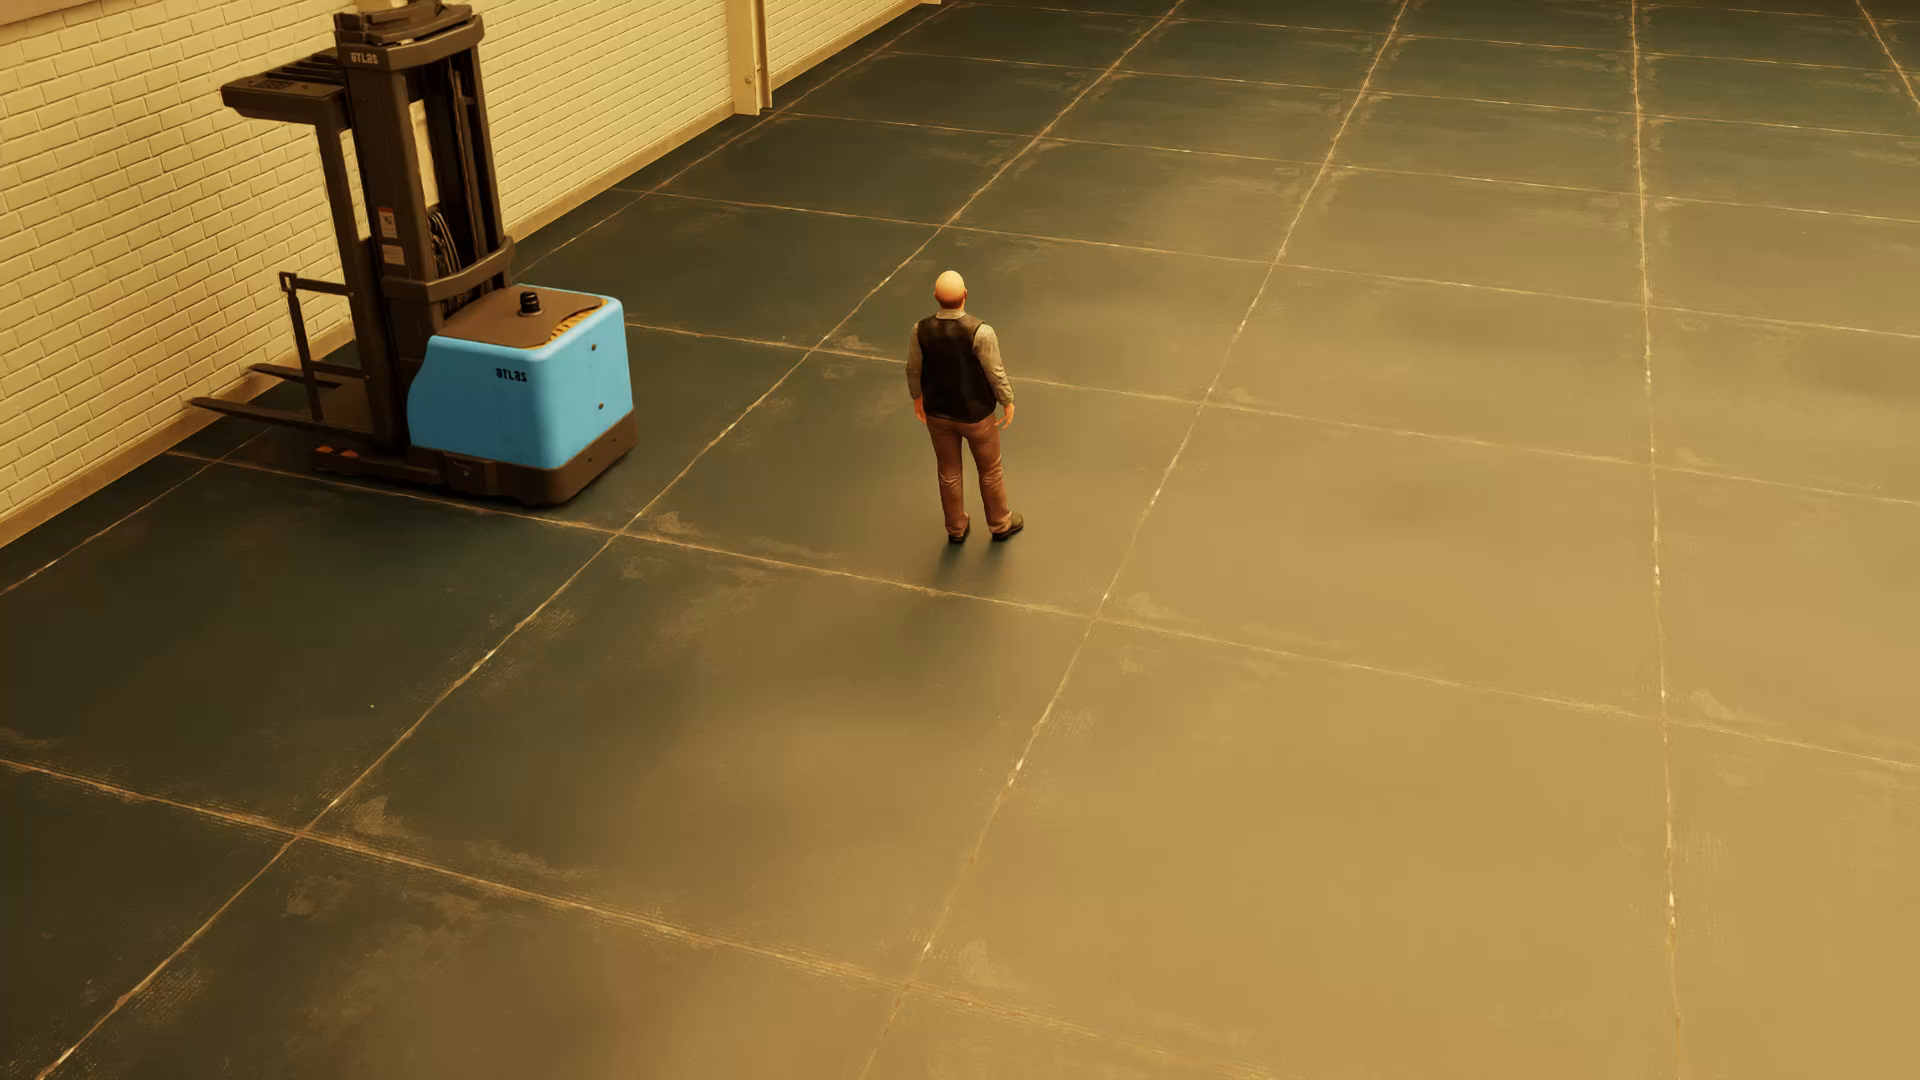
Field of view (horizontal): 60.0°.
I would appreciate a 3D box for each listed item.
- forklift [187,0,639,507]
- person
[{"bbox_3d":[-3.721,-1.921,10.506,3.031,2.935,1.130,10,31,17],"label":"forklift"},{"bbox_3d":[0.027,-0.783,9.716,0.634,1.722,0.566,10,31,16],"label":"person"}]
